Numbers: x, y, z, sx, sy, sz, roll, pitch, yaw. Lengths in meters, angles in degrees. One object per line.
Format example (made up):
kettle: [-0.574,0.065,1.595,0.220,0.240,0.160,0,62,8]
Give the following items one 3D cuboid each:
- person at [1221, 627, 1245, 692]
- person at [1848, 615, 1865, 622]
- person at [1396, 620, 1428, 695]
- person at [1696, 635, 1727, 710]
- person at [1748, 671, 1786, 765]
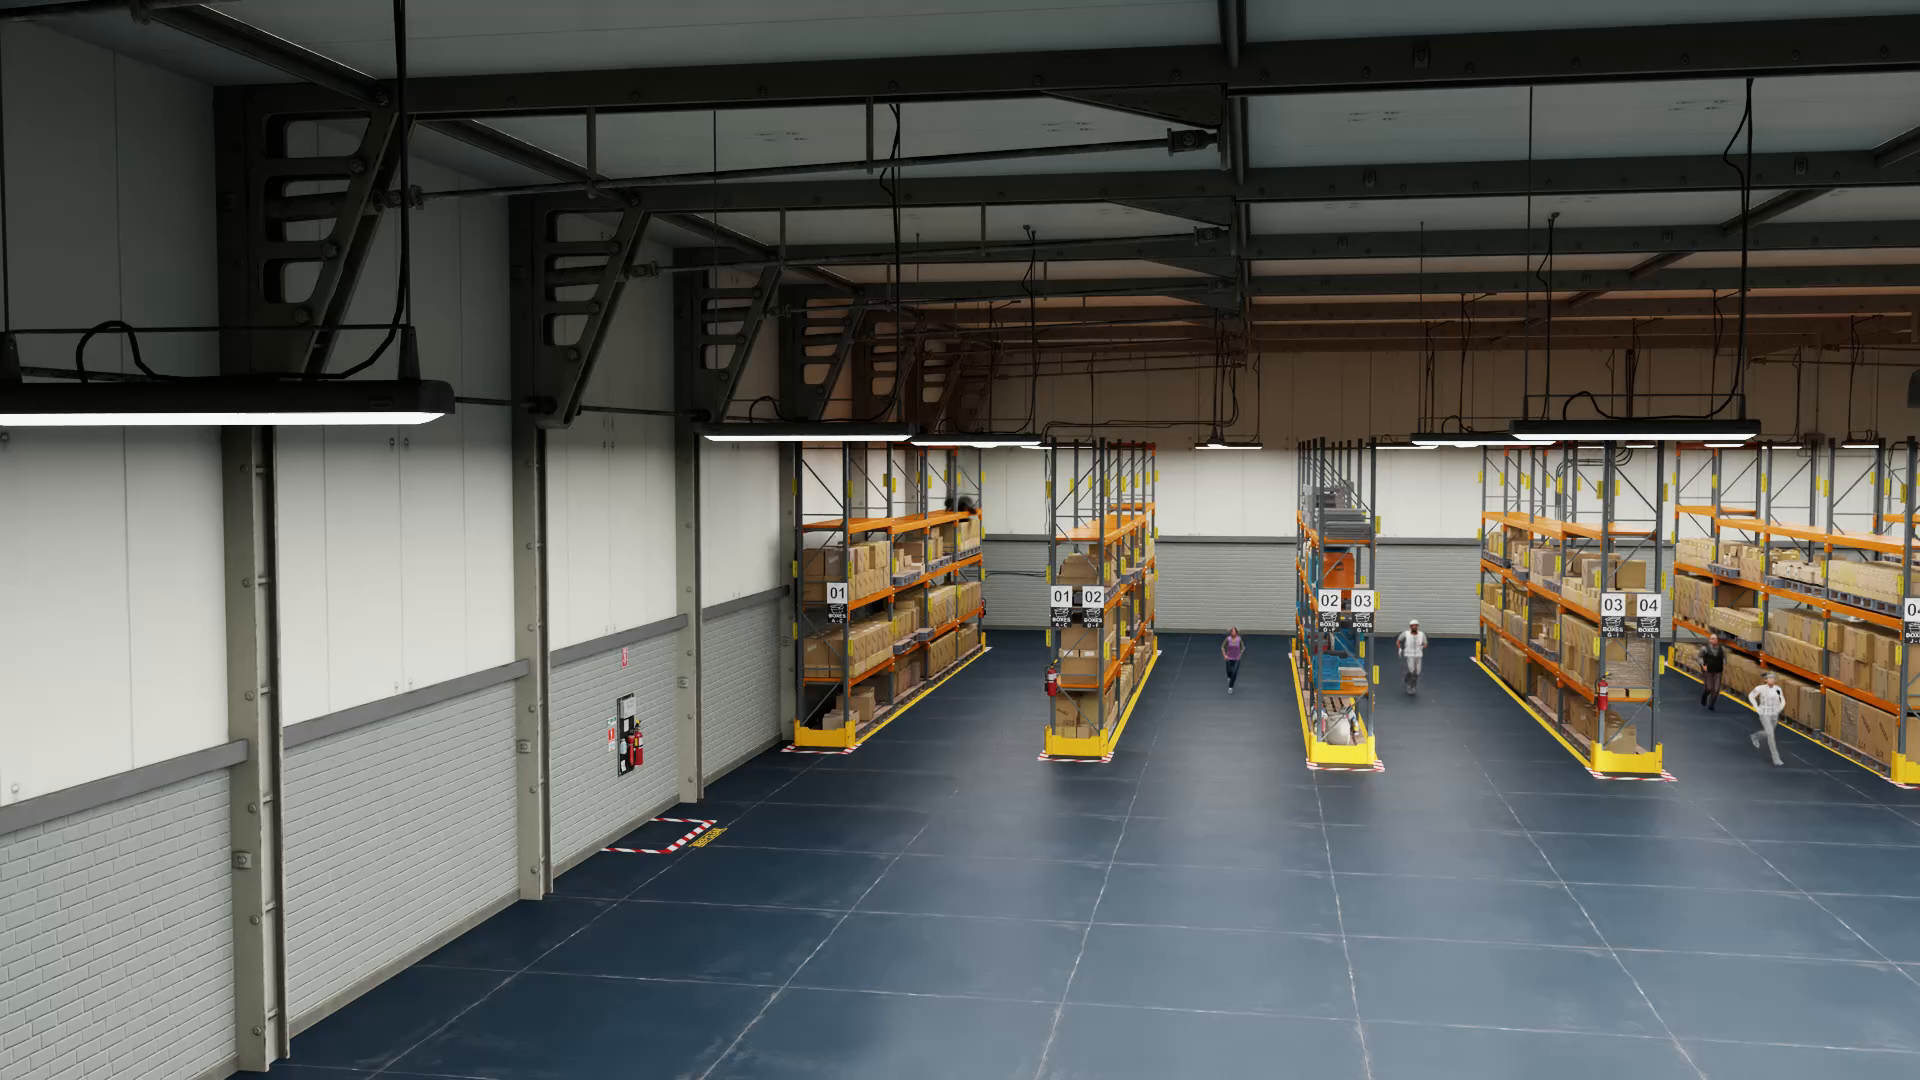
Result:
person: [6.522,2.854,39.723,0.552,1.558,0.533,0,3,6]
person: [24.262,2.479,45.164,0.542,1.699,0.804,1,3,25]
person: [10.674,2.763,39.130,0.663,1.771,0.688,0,3,-2]
person: [16.666,2.933,36.811,0.640,1.676,0.577,0,3,9]
person: [15.011,3.266,30.887,0.586,1.714,1.074,0,3,-8]
